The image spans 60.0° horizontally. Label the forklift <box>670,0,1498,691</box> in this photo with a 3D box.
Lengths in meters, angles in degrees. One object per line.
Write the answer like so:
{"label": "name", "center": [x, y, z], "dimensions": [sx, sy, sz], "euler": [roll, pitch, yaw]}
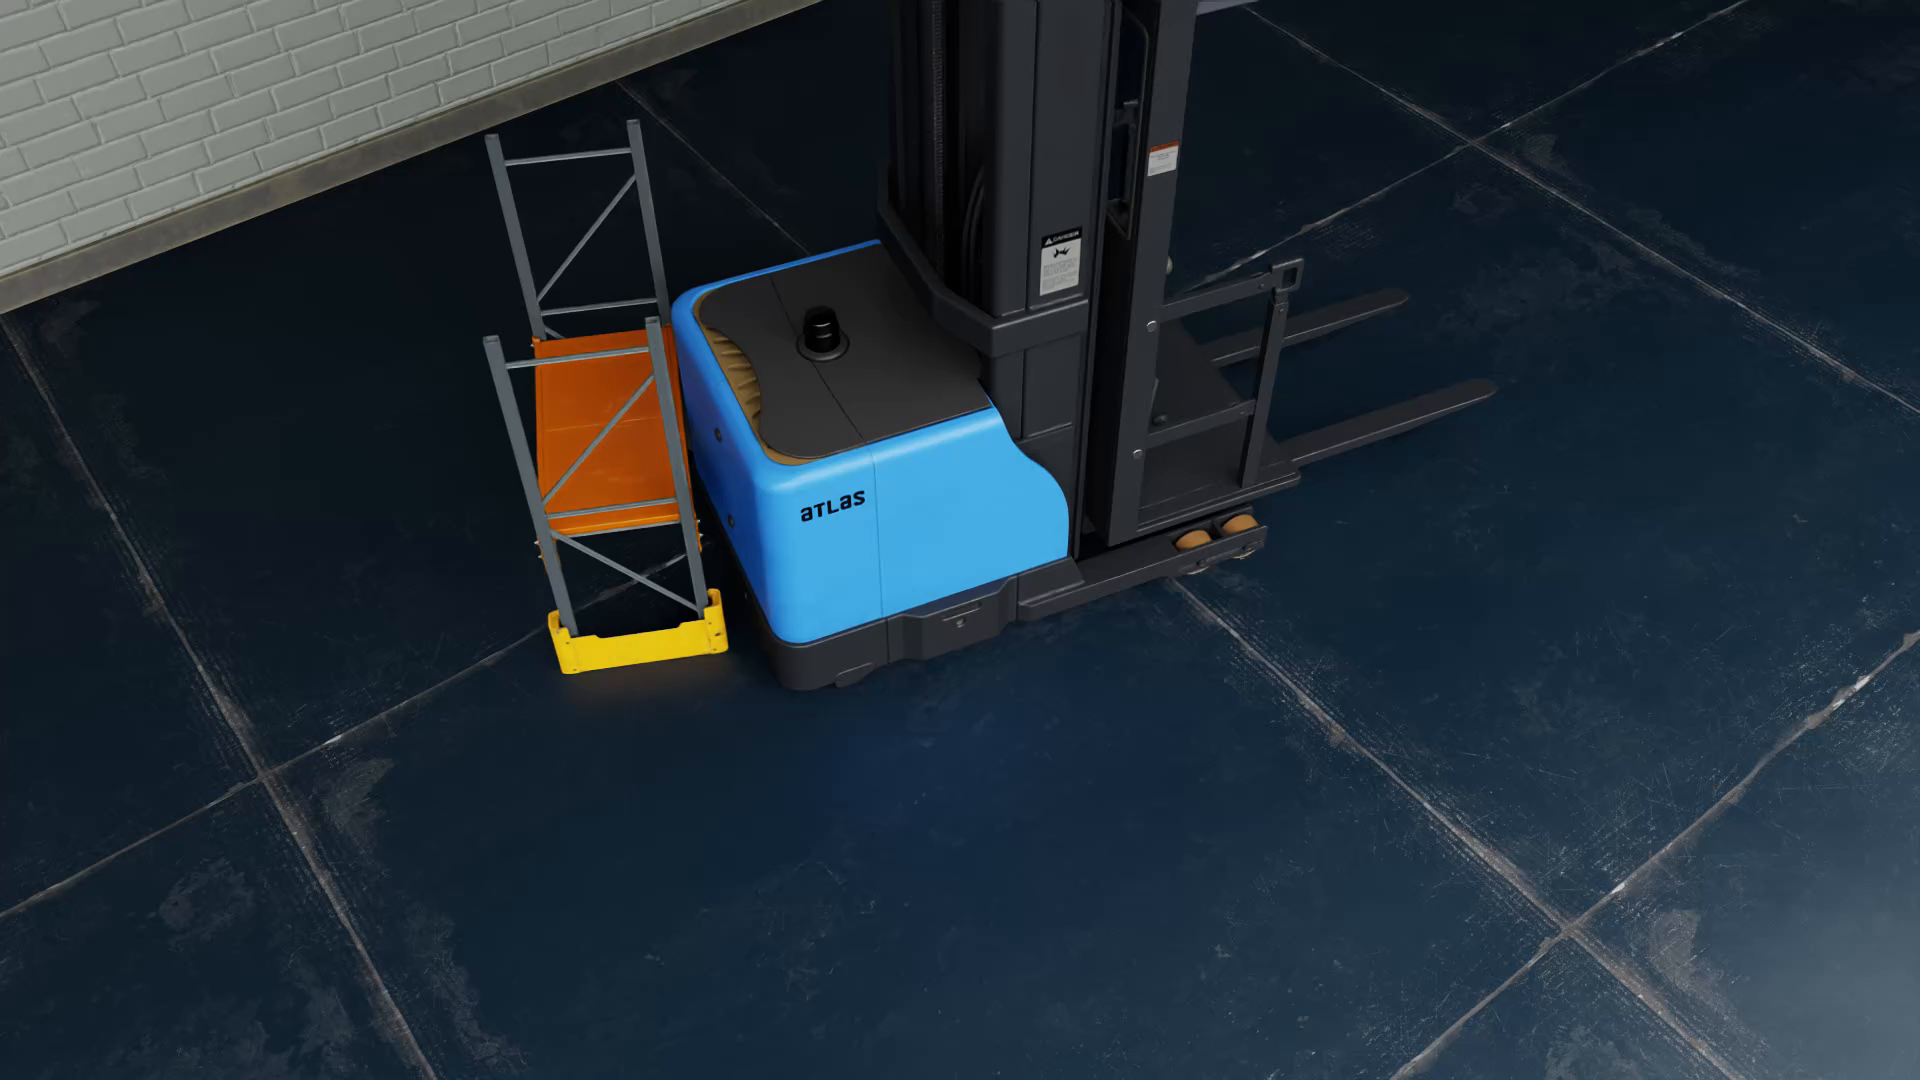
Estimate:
{"label": "forklift", "center": [0.582, -1.201, 5.360], "dimensions": [3.031, 2.935, 1.130], "euler": [-18, 50, -16]}

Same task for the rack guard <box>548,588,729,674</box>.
{"label": "rack guard", "center": [-1.114, 0.319, 5.792], "dimensions": [0.587, 0.250, 0.087], "euler": [-8, 48, -7]}

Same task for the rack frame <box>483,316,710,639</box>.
{"label": "rack frame", "center": [-1.114, -0.100, 5.328], "dimensions": [0.500, 1.500, 0.032], "euler": [-8, 48, -7]}

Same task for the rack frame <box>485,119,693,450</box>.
{"label": "rack frame", "center": [-1.301, -0.840, 6.000], "dimensions": [0.500, 1.500, 0.032], "euler": [-8, 48, -7]}

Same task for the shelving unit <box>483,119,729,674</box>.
{"label": "shelving unit", "center": [-1.206, -0.464, 5.658], "dimensions": [0.587, 1.500, 1.083], "euler": [-8, 48, -7]}

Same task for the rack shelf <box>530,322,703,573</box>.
{"label": "rack shelf", "center": [-1.208, -0.349, 5.797], "dimensions": [0.538, 0.185, 1.000], "euler": [-8, 48, -7]}
